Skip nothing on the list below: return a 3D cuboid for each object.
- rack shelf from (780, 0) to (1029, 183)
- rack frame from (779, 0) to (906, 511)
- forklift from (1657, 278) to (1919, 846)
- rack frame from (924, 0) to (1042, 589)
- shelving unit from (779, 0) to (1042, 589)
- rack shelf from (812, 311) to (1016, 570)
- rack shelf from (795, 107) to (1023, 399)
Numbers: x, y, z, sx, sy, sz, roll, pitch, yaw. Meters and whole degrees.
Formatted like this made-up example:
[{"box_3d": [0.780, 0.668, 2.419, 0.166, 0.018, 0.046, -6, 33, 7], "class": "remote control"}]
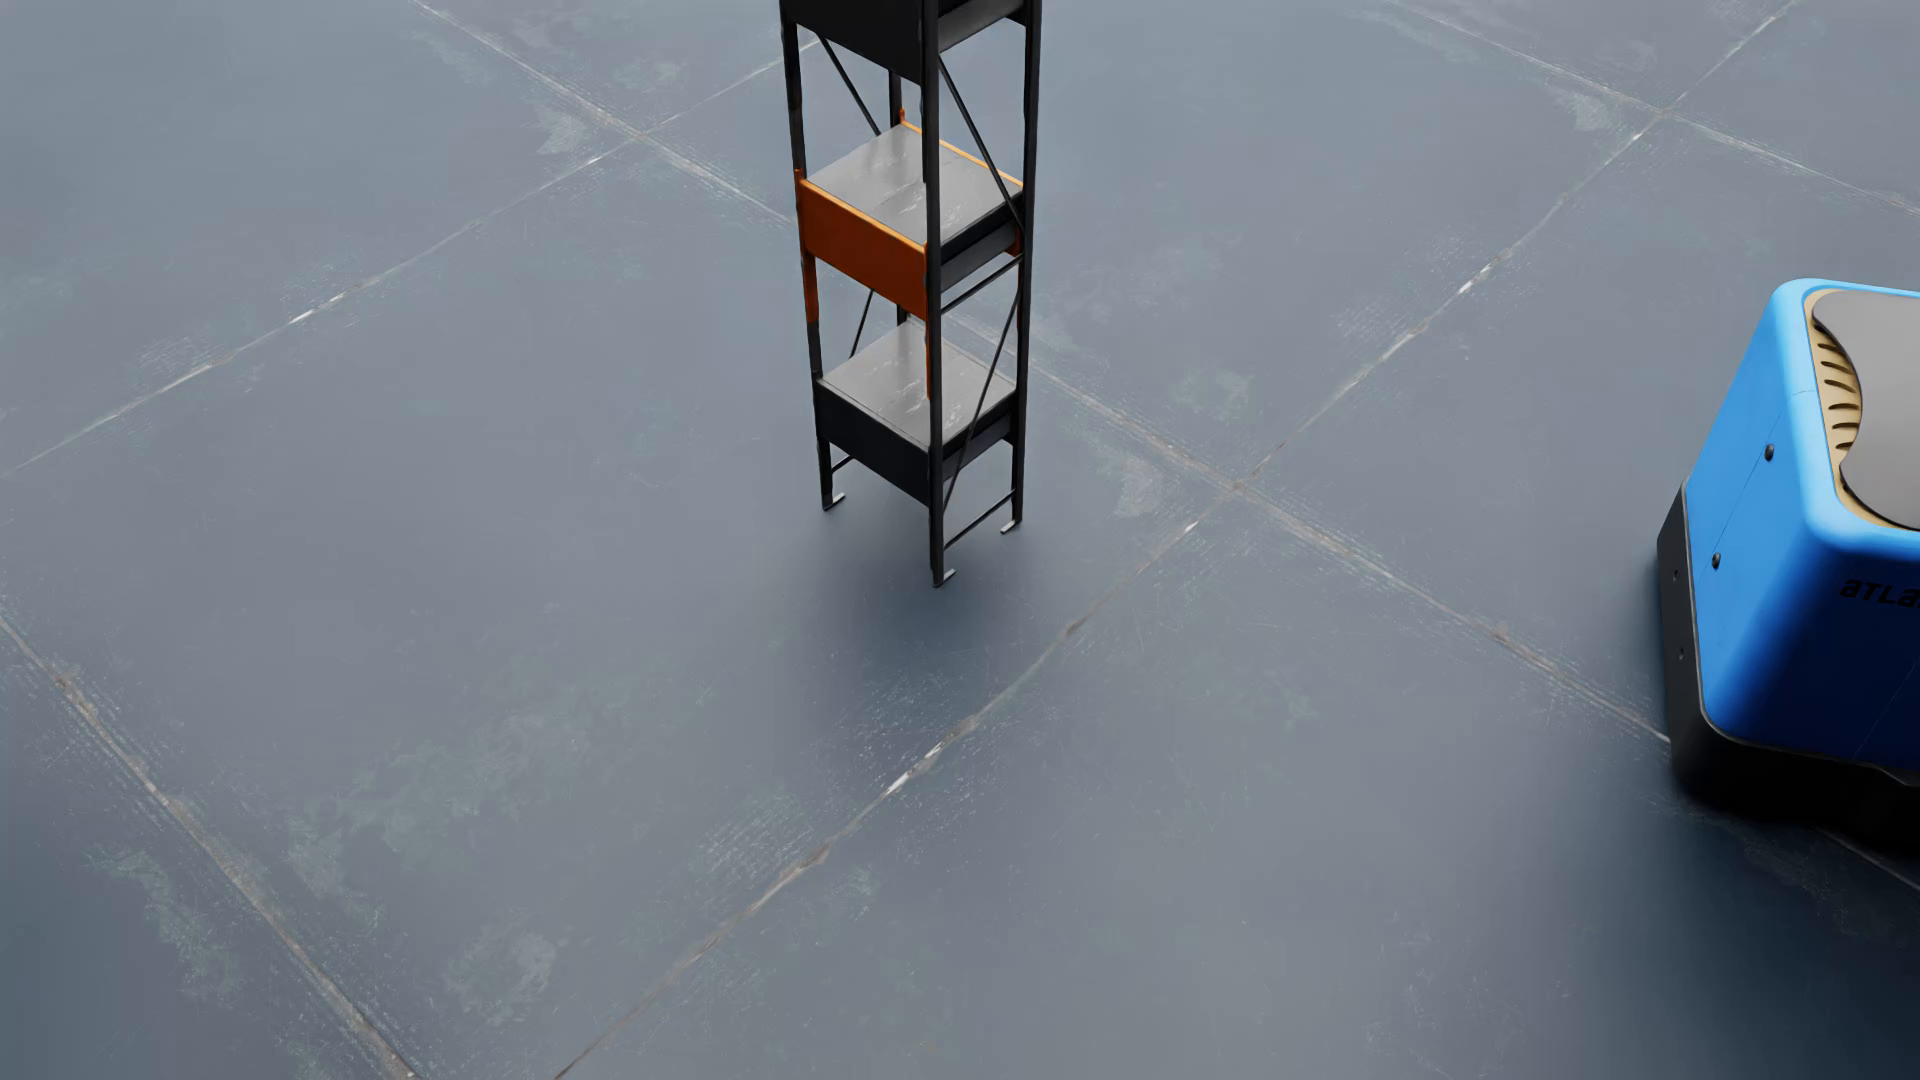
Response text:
[{"box_3d": [-0.122, -1.270, 4.061, 0.480, 0.518, 0.431, 34, 55, 28], "class": "rack shelf"}, {"box_3d": [-0.301, -0.921, 4.675, 0.015, 2.100, 0.400, 34, 55, 28], "class": "rack frame"}, {"box_3d": [3.533, -0.393, 3.609, 3.031, 2.935, 1.130, 10, 48, 9], "class": "forklift"}, {"box_3d": [0.058, -0.680, 4.448, 0.015, 2.100, 0.400, 34, 55, 28], "class": "rack frame"}, {"box_3d": [-0.122, -0.801, 4.561, 0.503, 2.100, 0.431, 34, 55, 28], "class": "shelving unit"}, {"box_3d": [-0.122, -0.312, 5.082, 0.480, 0.518, 0.431, 34, 55, 28], "class": "rack shelf"}, {"box_3d": [-0.122, -0.791, 4.571, 0.480, 0.518, 0.431, 34, 55, 28], "class": "rack shelf"}]
